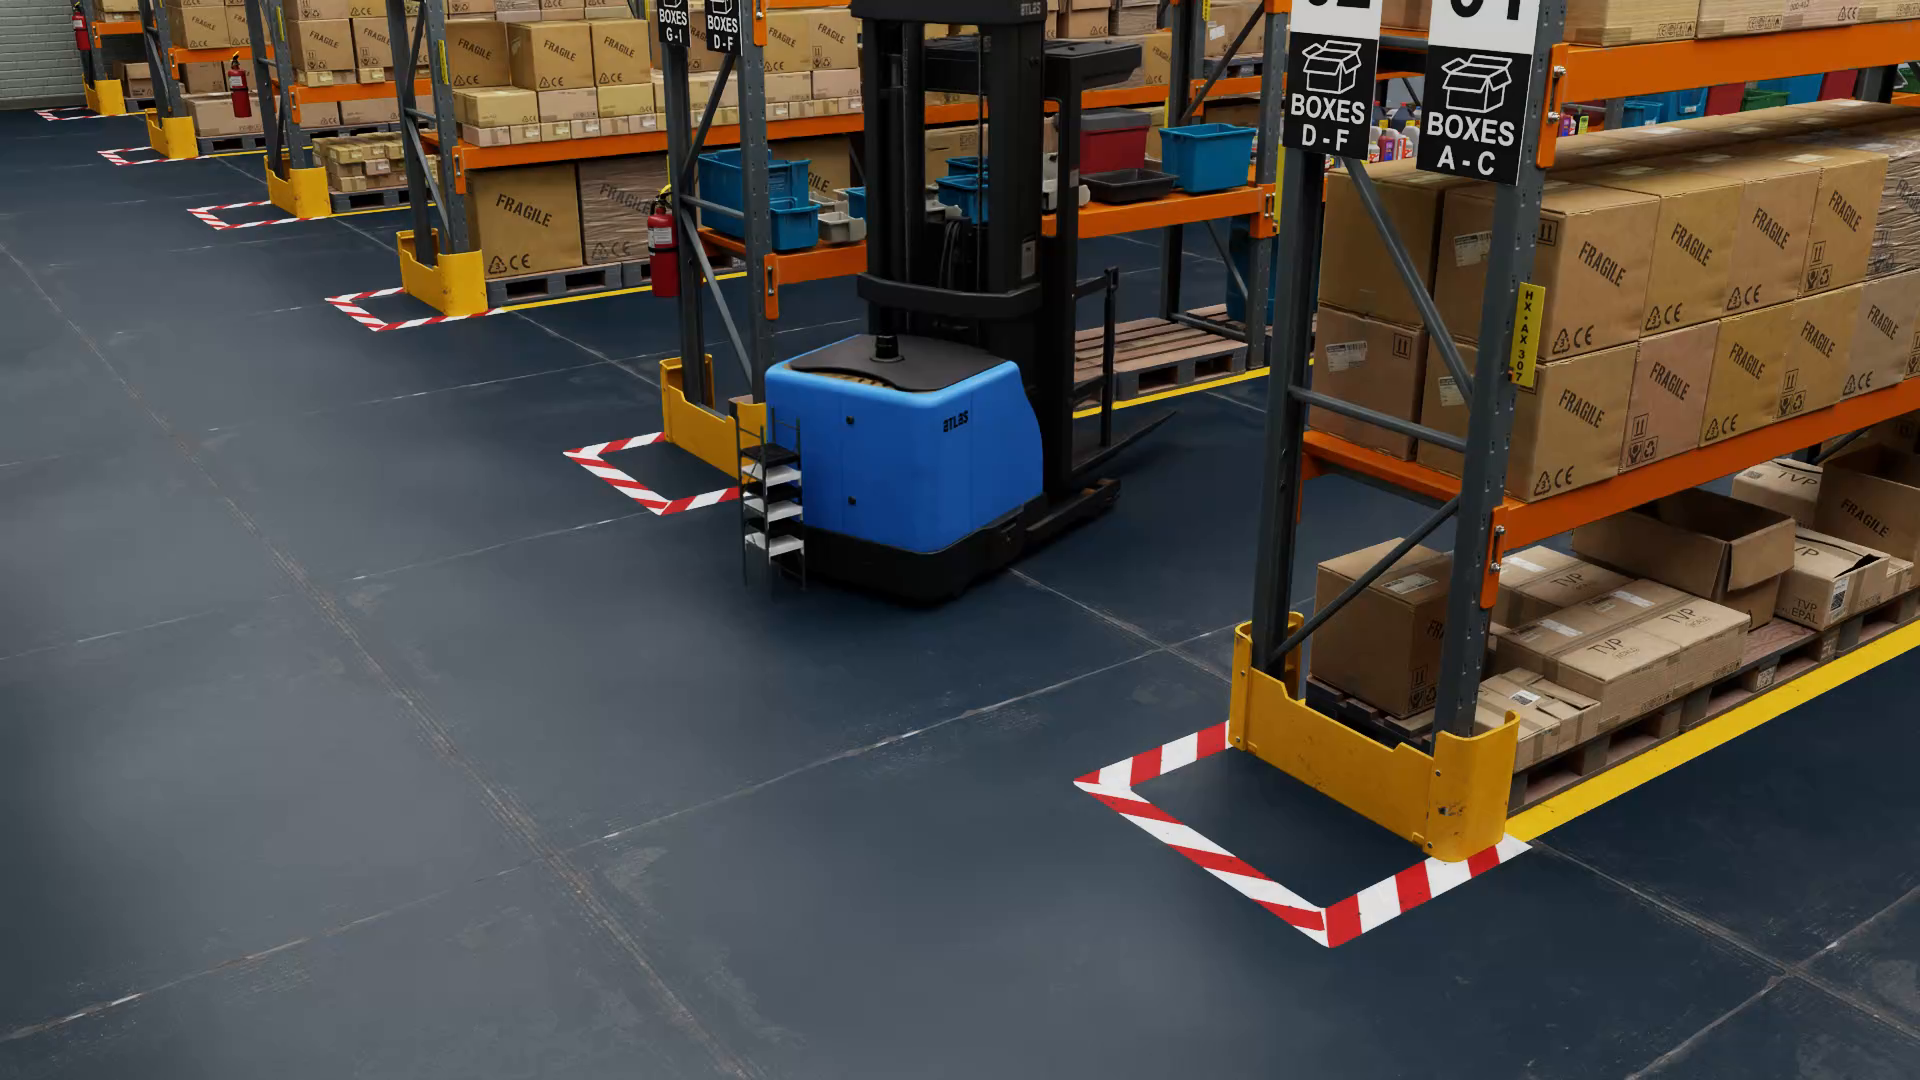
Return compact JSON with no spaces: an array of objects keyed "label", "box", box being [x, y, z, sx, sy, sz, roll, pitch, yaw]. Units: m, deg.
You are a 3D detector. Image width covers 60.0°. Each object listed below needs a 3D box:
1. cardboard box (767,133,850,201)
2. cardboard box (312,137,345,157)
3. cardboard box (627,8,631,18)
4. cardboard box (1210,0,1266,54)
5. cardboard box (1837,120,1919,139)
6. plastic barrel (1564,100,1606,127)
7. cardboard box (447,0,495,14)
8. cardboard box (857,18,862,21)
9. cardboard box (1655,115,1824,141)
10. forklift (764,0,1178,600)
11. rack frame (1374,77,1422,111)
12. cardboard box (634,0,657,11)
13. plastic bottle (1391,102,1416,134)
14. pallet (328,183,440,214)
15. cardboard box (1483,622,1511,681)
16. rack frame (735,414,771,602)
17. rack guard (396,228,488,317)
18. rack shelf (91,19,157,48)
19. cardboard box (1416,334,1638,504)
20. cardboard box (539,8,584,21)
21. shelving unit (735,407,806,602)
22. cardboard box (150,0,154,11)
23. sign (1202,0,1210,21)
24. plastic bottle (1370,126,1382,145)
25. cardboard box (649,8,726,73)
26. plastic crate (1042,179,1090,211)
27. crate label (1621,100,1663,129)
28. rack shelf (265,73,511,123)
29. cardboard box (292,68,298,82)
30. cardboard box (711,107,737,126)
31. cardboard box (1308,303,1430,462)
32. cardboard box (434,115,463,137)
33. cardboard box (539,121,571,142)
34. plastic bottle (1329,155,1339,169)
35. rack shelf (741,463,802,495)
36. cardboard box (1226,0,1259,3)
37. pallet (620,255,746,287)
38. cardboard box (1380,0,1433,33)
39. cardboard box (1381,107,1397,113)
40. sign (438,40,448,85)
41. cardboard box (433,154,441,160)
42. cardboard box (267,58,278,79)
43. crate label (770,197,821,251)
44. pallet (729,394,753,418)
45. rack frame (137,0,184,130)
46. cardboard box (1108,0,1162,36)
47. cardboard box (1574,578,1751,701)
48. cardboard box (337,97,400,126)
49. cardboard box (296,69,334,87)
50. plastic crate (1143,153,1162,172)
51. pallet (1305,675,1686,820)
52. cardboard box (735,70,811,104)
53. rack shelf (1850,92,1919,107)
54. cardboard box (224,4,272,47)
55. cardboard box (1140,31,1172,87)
[{"label":"cardboard box","box":[-1.624,-3.355,15.556,0.875,0.875,0.875,-15,26,-33]},{"label":"cardboard box","box":[-6.821,-4.251,17.981,0.250,0.149,0.380,-15,26,-32]},{"label":"cardboard box","box":[-5.062,-7.517,23.889,0.500,0.250,0.500,-15,26,-34]},{"label":"cardboard box","box":[3.015,-5.652,18.312,0.500,0.500,0.700,-11,24,-25]},{"label":"cardboard box","box":[4.067,-1.496,7.114,0.500,0.500,0.500,-16,27,-34]},{"label":"plastic barrel","box":[5.298,-3.896,14.428,0.708,0.536,0.600,-15,26,-33]},{"label":"cardboard box","box":[-5.331,-5.908,17.770,0.500,0.500,0.500,-16,27,-34]},{"label":"cardboard box","box":[-1.375,-6.448,20.378,0.250,0.149,0.380,-15,26,-33]},{"label":"cardboard box","box":[3.358,-1.555,7.261,0.500,0.500,0.500,-16,27,-34]},{"label":"forklift","box":[0.250,-1.568,8.870,1.130,2.935,3.031,14,25,30]},{"label":"rack frame","box":[5.452,-5.997,19.877,0.127,3.000,1.000,-15,26,-33]},{"label":"cardboard box","box":[-3.644,-6.279,19.555,0.250,0.149,0.380,-14,25,-30]},{"label":"plastic bottle","box":[3.498,-3.271,13.114,0.185,0.351,0.144,-15,26,-33]},{"label":"pallet","box":[-6.361,-3.800,18.134,1.213,0.211,1.003,-15,26,-33]},{"label":"cardboard box","box":[2.173,0.441,6.973,0.250,0.166,0.380,-15,26,-33]},{"label":"rack frame","box":[-1.001,-0.150,8.056,0.006,0.900,0.240,-17,27,-36]},{"label":"rack guard","box":[-4.308,-2.233,13.818,0.348,0.500,1.175,-15,26,-33]},{"label":"rack shelf","box":[-11.355,-7.972,25.798,4.000,0.370,1.077,-15,26,-33]},{"label":"cardboard box","box":[2.008,-0.481,5.921,0.500,0.500,0.500,-14,26,-32]},{"label":"cardboard box","box":[-4.506,-5.662,18.502,0.500,0.500,0.500,-16,27,-34]},{"label":"shelving unit","box":[-0.922,-0.173,8.115,0.210,0.900,0.258,-17,27,-36]},{"label":"cardboard box","box":[-12.043,-8.068,24.869,0.500,0.250,0.500,-15,26,-32]},{"label":"sign","box":[2.532,-5.502,17.076,0.005,0.325,0.100,-15,26,-33]},{"label":"plastic bottle","box":[3.112,-2.949,12.407,0.135,0.276,0.152,-15,26,-33]},{"label":"cardboard box","box":[-2.404,-4.437,14.757,0.500,0.500,0.500,-16,27,-34]},{"label":"plastic crate","box":[0.613,-2.213,10.670,0.466,0.136,0.293,-15,26,-33]},{"label":"crate label","box":[5.659,-3.542,13.950,0.416,0.233,0.303,-15,26,-33]},{"label":"rack shelf","box":[-5.480,-5.012,18.380,4.000,0.370,1.077,-15,26,-33]},{"label":"cardboard box","box":[-7.004,-4.952,17.599,0.250,0.149,0.380,-15,26,-33]},{"label":"cardboard box","box":[-2.141,-3.706,14.474,0.250,0.149,0.380,-15,26,-34]},{"label":"cardboard box","box":[1.699,-0.644,6.327,0.500,0.500,0.500,-14,26,-31]},{"label":"cardboard box","box":[-4.192,-3.459,13.856,0.250,0.149,0.380,-14,26,-32]},{"label":"cardboard box","box":[-3.393,-3.372,13.638,0.250,0.149,0.380,-16,27,-34]},{"label":"plastic bottle","box":[2.668,-2.747,11.906,0.097,0.271,0.097,0,22,0]},{"label":"rack shelf","box":[-0.922,-0.309,8.061,0.200,0.077,0.258,-17,27,-36]},{"label":"cardboard box","box":[3.871,-7.871,24.372,0.550,0.550,0.875,-15,26,-33]},{"label":"pallet","box":[-2.696,-2.563,15.035,1.213,0.211,1.003,-15,26,-33]},{"label":"cardboard box","box":[1.757,-1.932,5.847,0.500,0.250,0.500,-15,26,-33]},{"label":"cardboard box","box":[4.941,-4.914,19.942,0.500,0.500,0.700,-17,28,-37]},{"label":"sign","box":[-3.969,-3.670,12.771,0.005,0.325,0.100,-15,26,-33]},{"label":"cardboard box","box":[-5.694,-4.189,18.227,0.250,0.149,0.380,-16,27,-35]},{"label":"cardboard box","box":[-10.867,-7.409,26.223,0.500,0.500,0.700,-16,27,-35]},{"label":"crate label","box":[-1.003,-1.814,9.539,0.303,0.233,0.416,-15,26,-33]},{"label":"pallet","box":[-0.704,-0.781,10.569,1.213,0.211,1.003,-15,26,-33]},{"label":"rack frame","box":[-10.076,-6.381,20.839,0.127,3.000,1.000,-15,26,-33]},{"label":"cardboard box","box":[1.602,-5.490,17.119,0.637,0.503,0.797,-14,26,-31]},{"label":"cardboard box","box":[2.913,0.406,6.949,0.500,0.250,0.500,-15,26,-33]},{"label":"cardboard box","box":[-8.128,-5.954,22.660,0.875,0.438,0.875,-16,27,-34]},{"label":"cardboard box","box":[-6.649,-4.768,17.137,0.250,0.149,0.380,-15,26,-33]},{"label":"plastic crate","box":[1.390,-2.623,11.696,0.243,0.136,0.396,-15,26,-33]},{"label":"pallet","box":[2.202,0.688,6.888,1.213,0.211,1.003,-15,26,-33]},{"label":"cardboard box","box":[-1.665,-4.046,14.790,0.500,0.250,0.500,-14,26,-31]},{"label":"rack shelf","box":[9.968,-4.605,17.361,4.000,0.370,1.077,-15,26,-33]},{"label":"cardboard box","box":[-9.124,-6.563,21.160,0.500,0.500,0.500,-15,26,-34]},{"label":"cardboard box","box":[1.950,-4.996,17.234,0.500,0.500,0.500,-14,26,-31]}]
